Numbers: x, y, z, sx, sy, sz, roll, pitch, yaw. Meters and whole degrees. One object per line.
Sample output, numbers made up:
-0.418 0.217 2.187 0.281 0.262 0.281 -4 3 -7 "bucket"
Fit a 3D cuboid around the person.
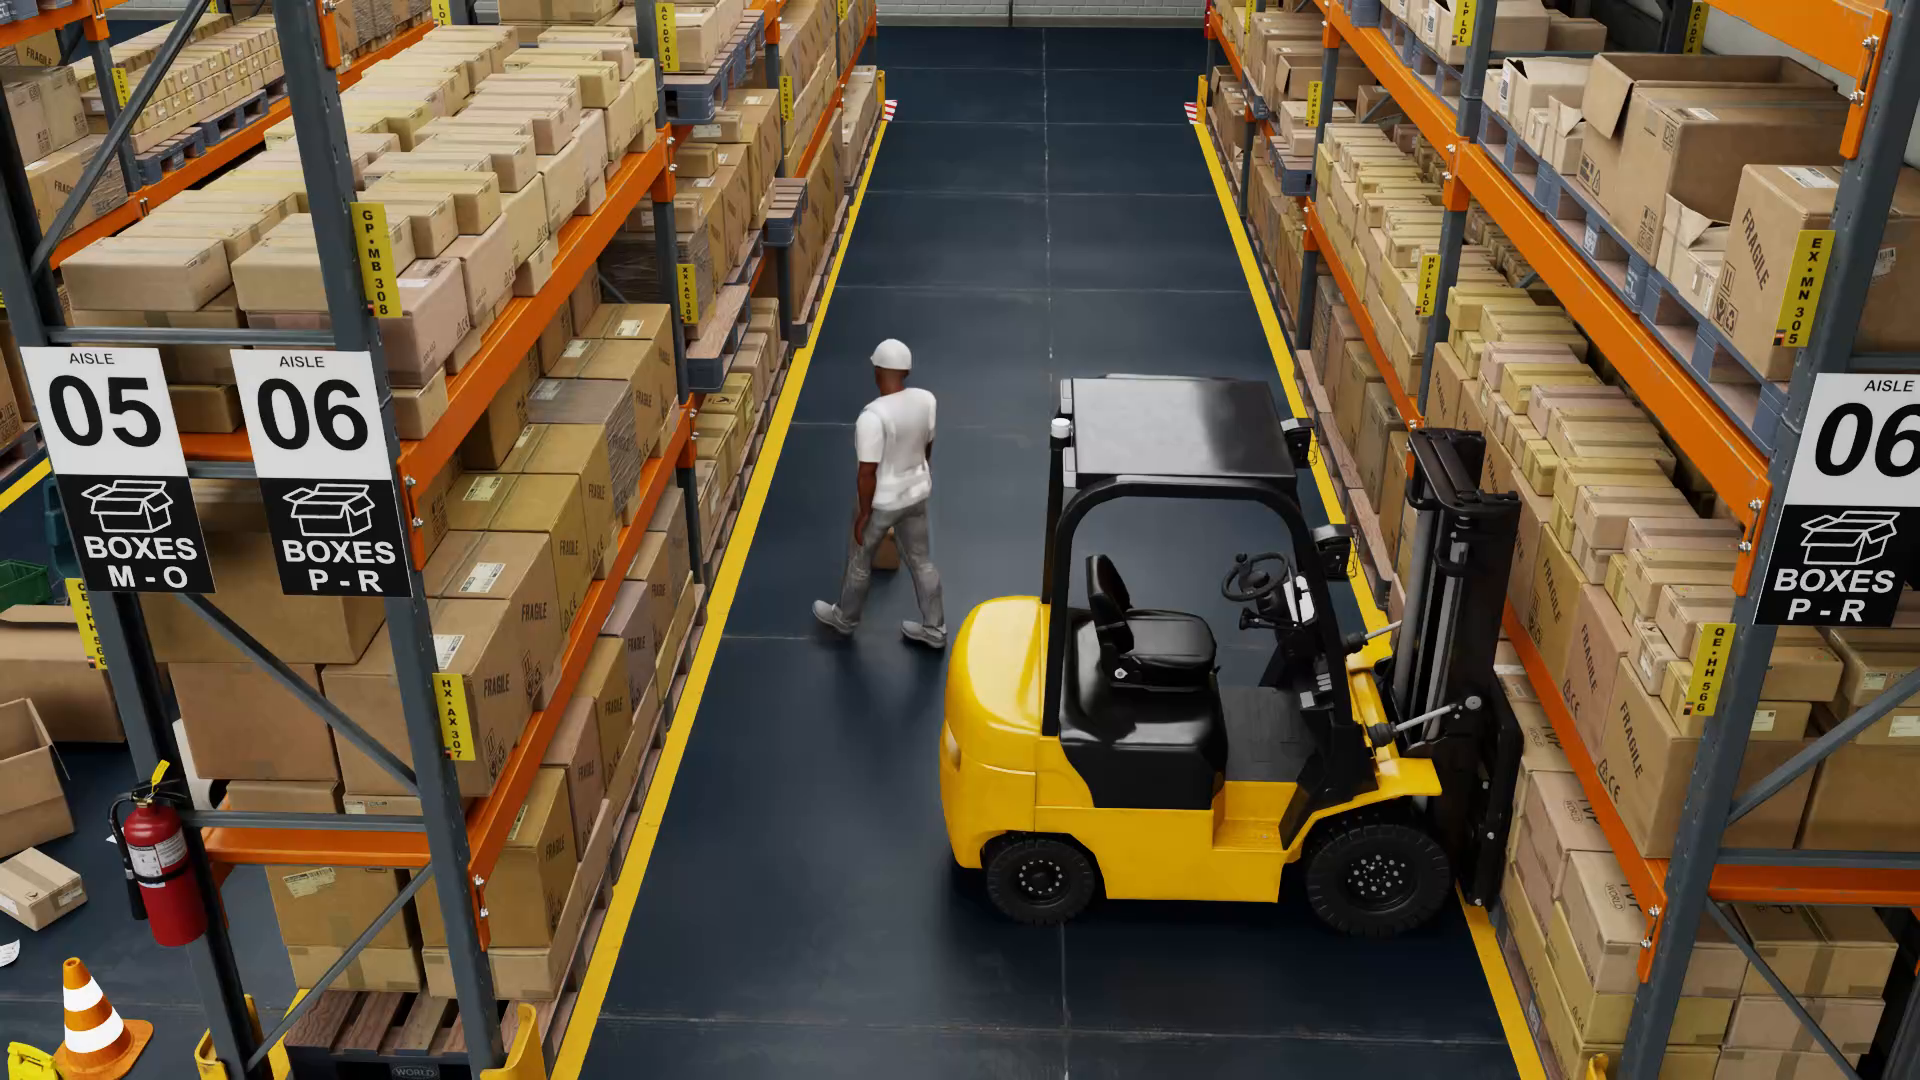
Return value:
-0.427 -0.386 9.314 0.582 1.766 0.536 -14 31 -24 "person"
